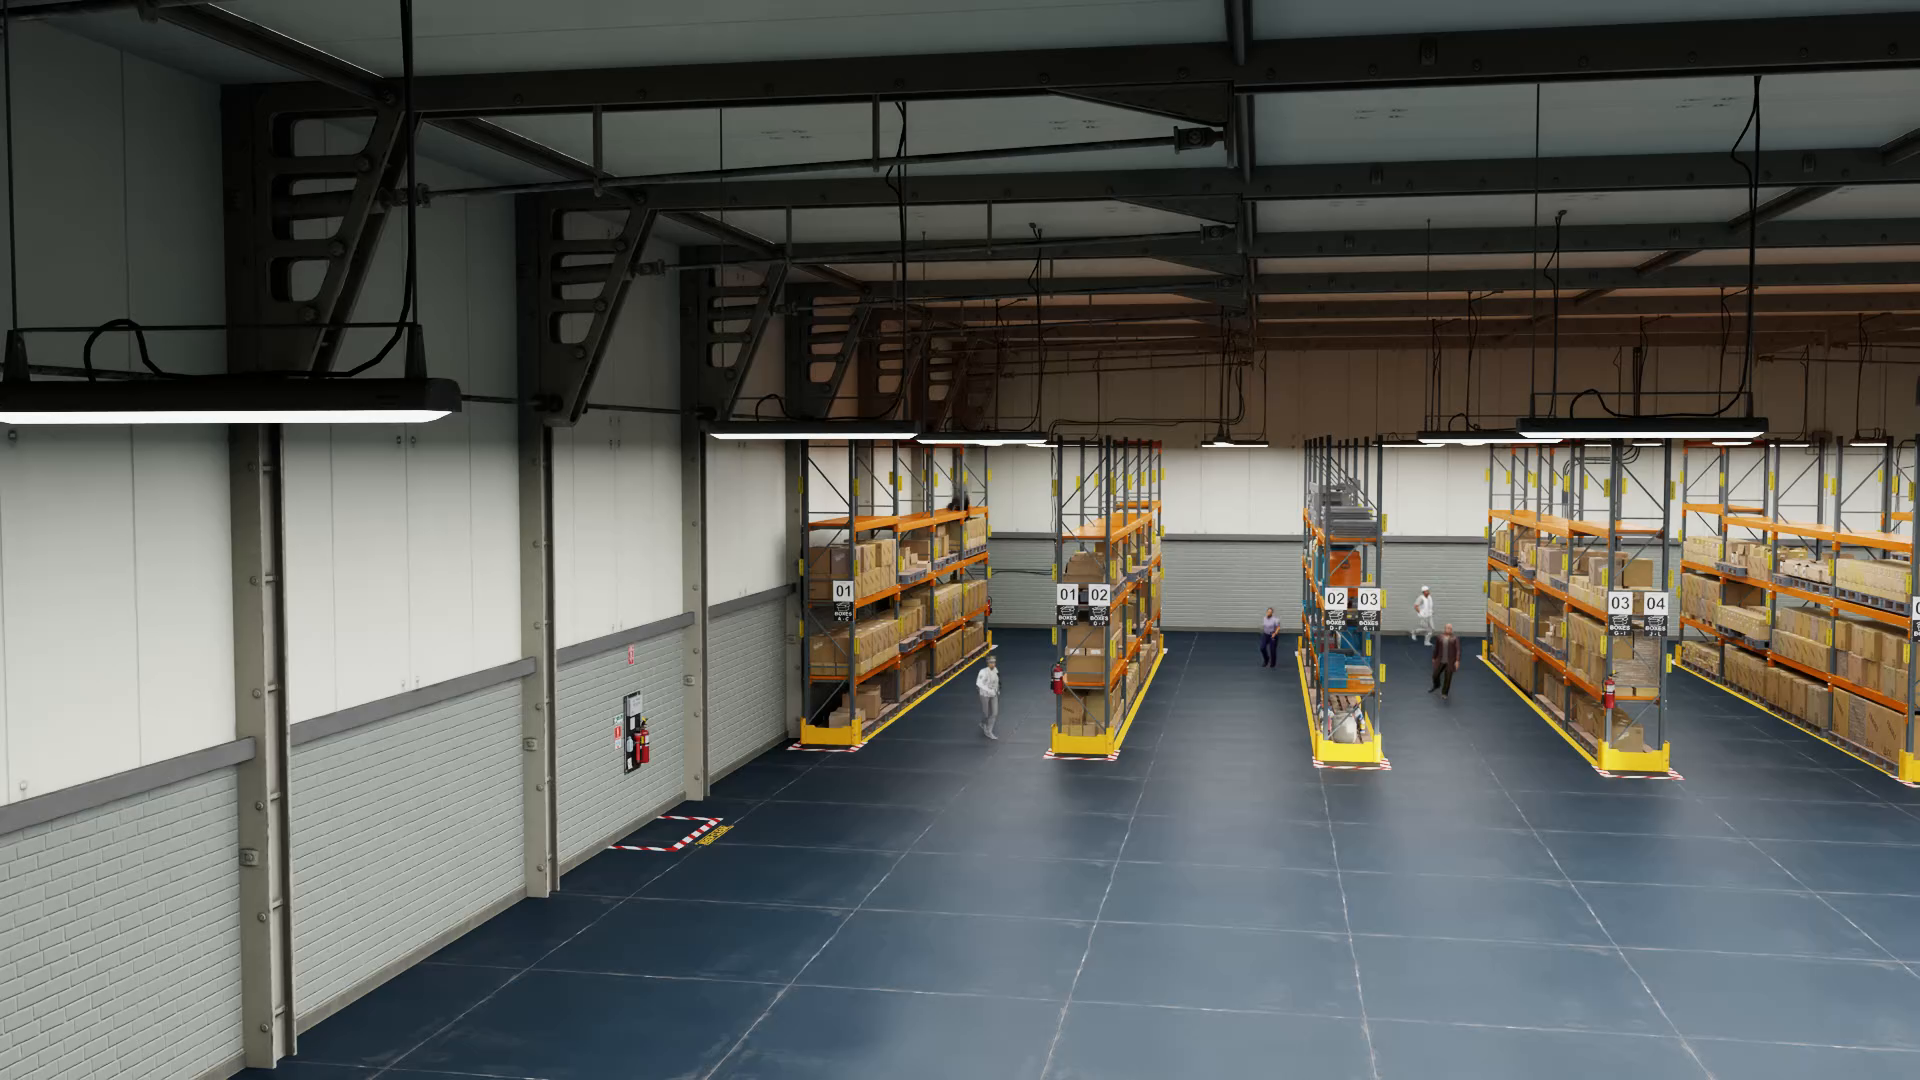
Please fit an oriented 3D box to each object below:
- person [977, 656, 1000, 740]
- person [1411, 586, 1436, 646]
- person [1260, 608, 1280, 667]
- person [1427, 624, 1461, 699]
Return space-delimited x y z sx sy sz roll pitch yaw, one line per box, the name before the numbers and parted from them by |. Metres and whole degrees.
person | 0.528 3.107 33.137 0.588 1.664 0.790 -1 3 -24
person | 13.596 2.228 48.684 0.688 1.751 0.739 -2 4 -36
person | 8.128 2.559 43.557 0.587 1.595 0.809 2 3 28
person | 11.130 2.779 38.229 0.818 1.739 0.561 2 4 29
